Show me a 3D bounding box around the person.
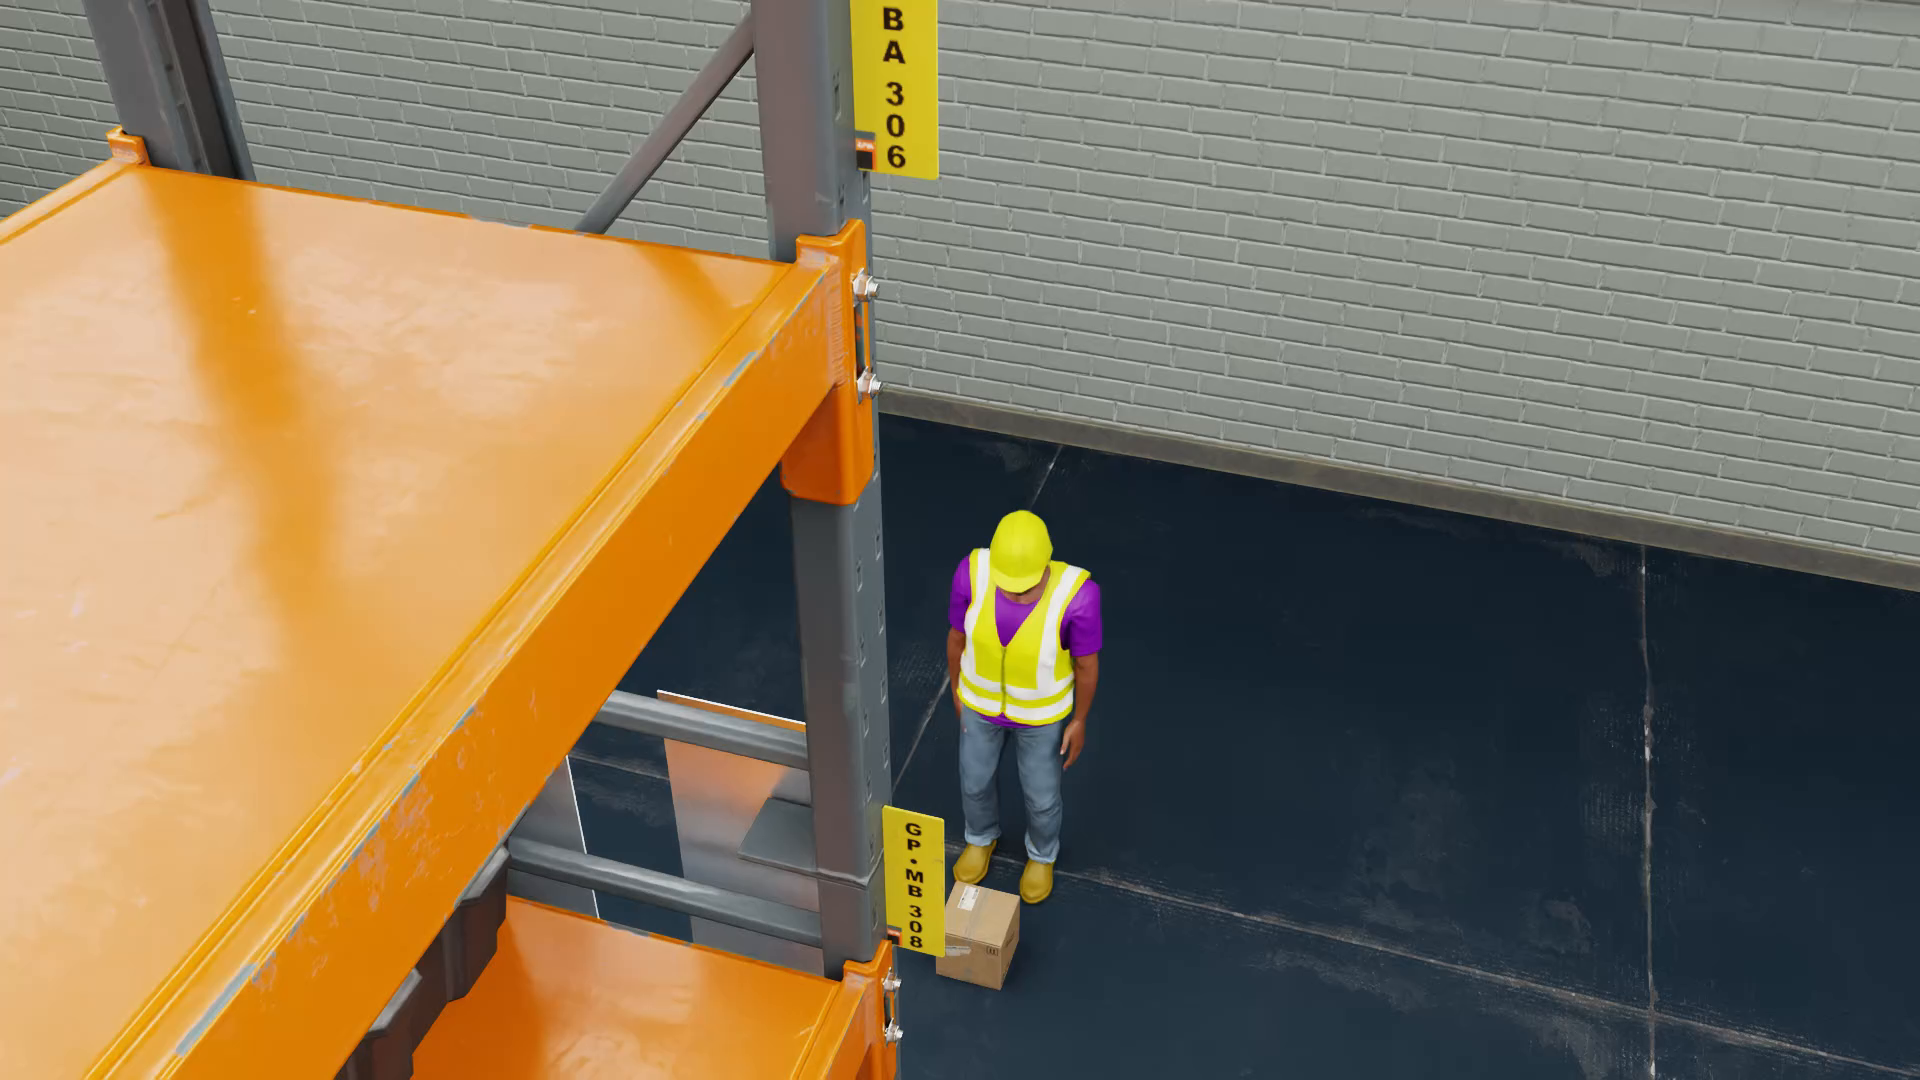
[{"bbox_3d":[0.215,0.603,6.080,0.573,1.754,0.384,11,38,15],"label":"person"}]
